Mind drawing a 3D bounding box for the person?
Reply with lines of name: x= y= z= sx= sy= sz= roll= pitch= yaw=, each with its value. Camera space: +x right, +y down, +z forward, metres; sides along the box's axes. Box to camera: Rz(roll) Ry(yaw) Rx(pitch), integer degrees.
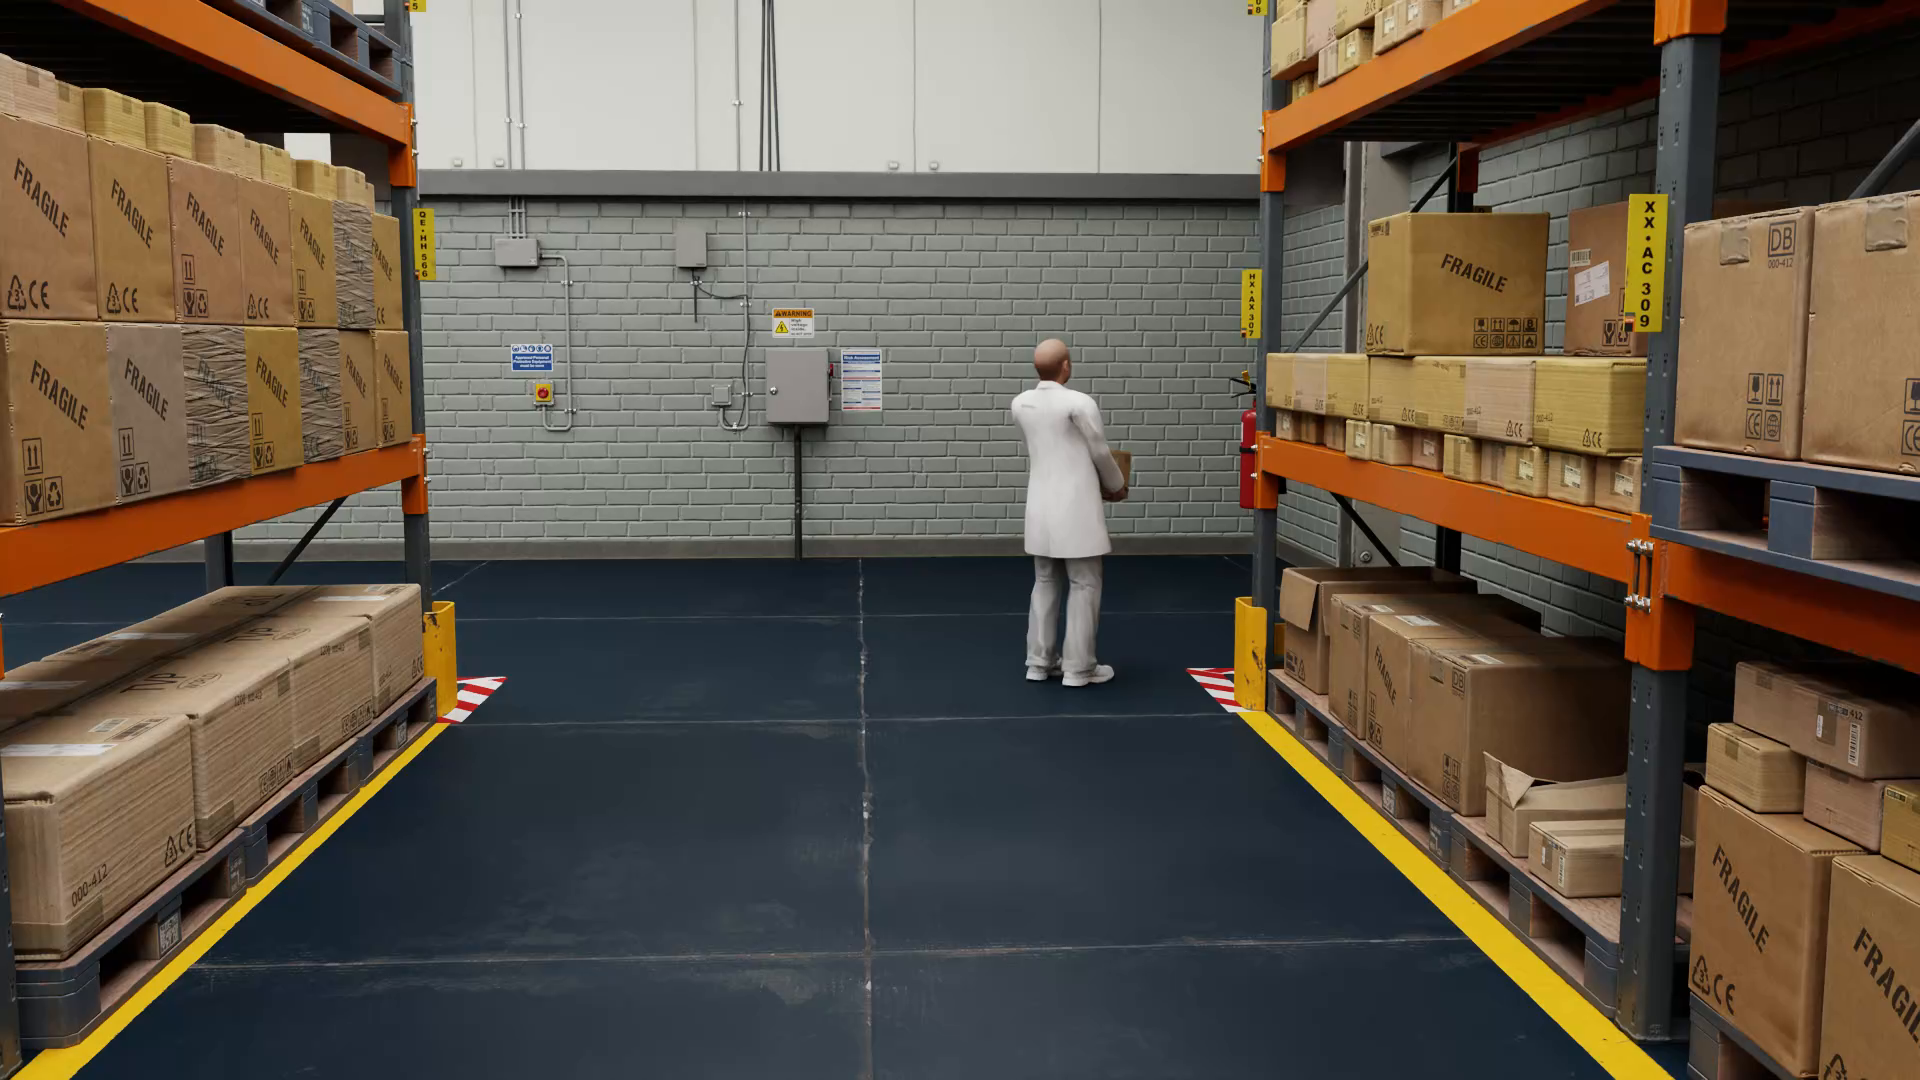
person: x=0.595 y=-0.155 z=8.647 sx=0.531 sy=1.769 sz=0.563 roll=6 pitch=9 yaw=40
